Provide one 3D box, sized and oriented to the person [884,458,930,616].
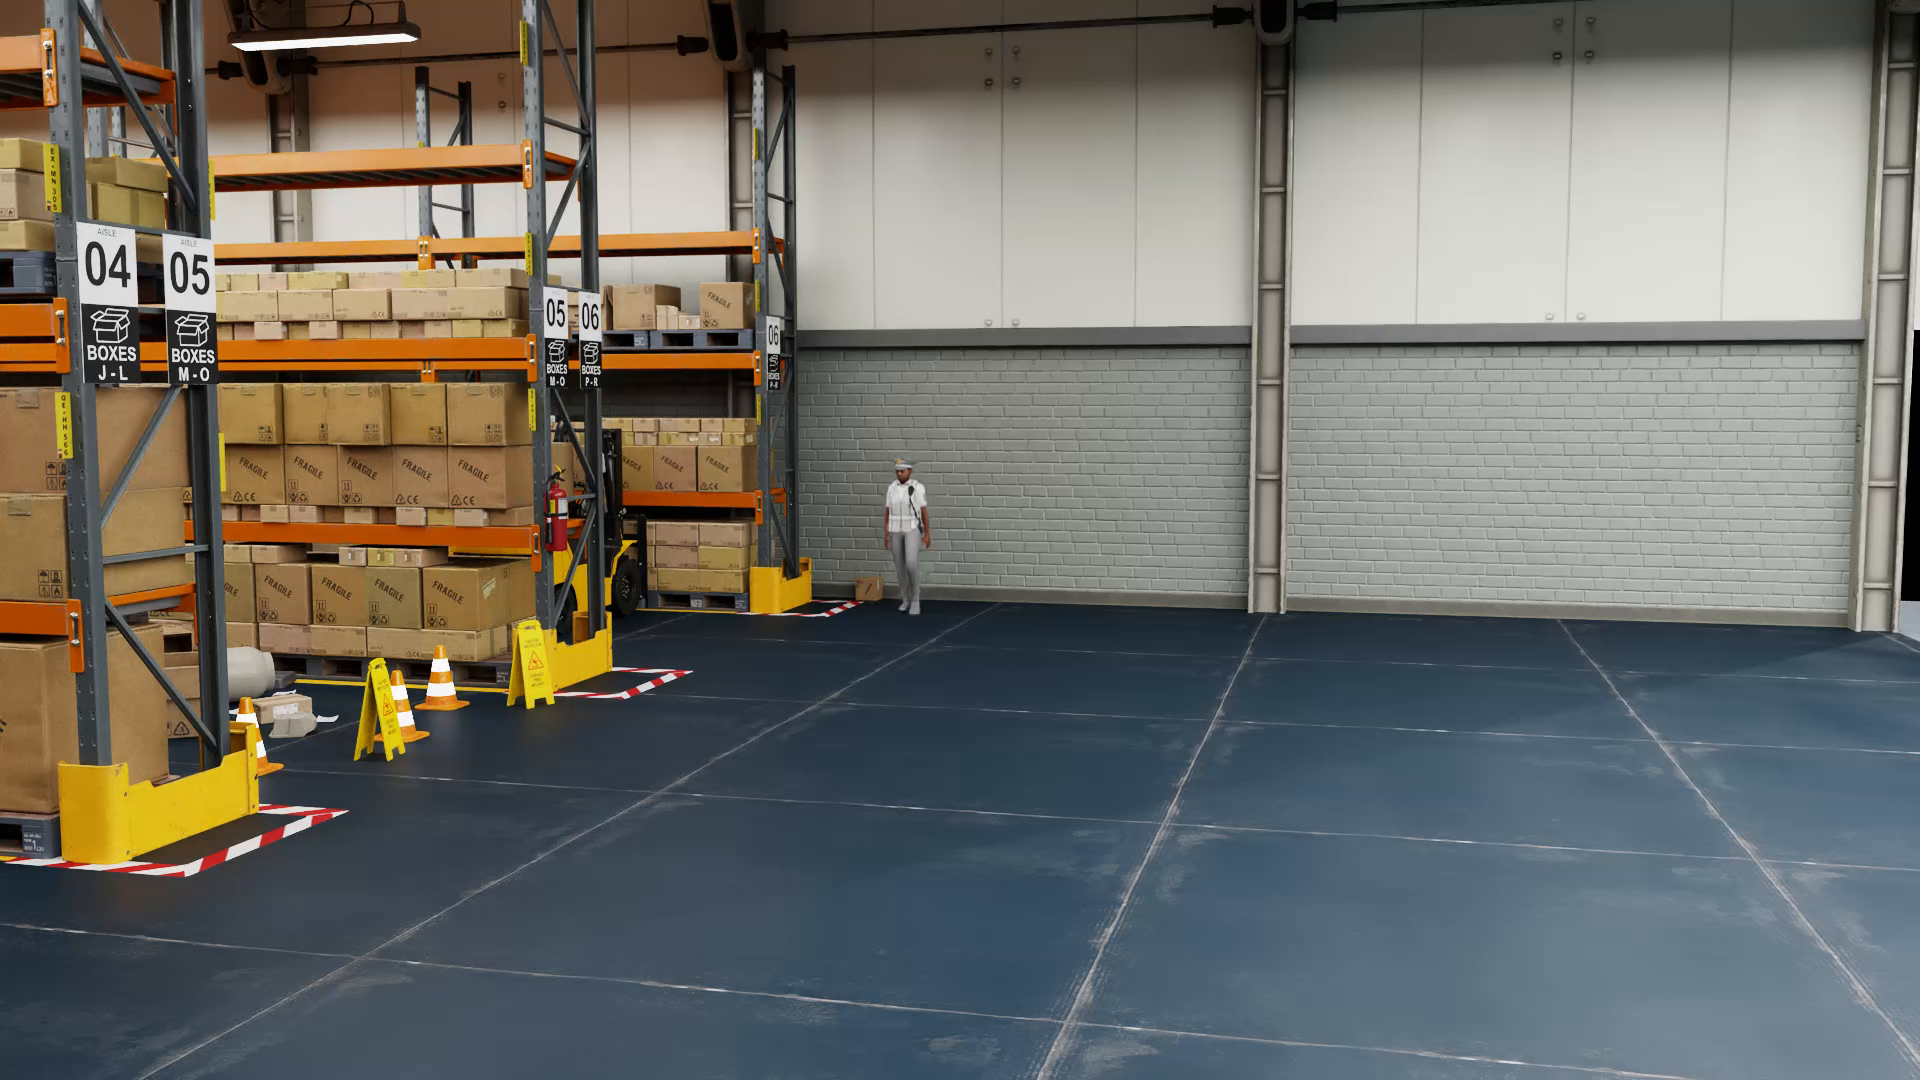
[{"bbox_3d":[-0.589,-0.034,17.883,0.481,1.708,0.489,2,5,20],"label":"person"}]
